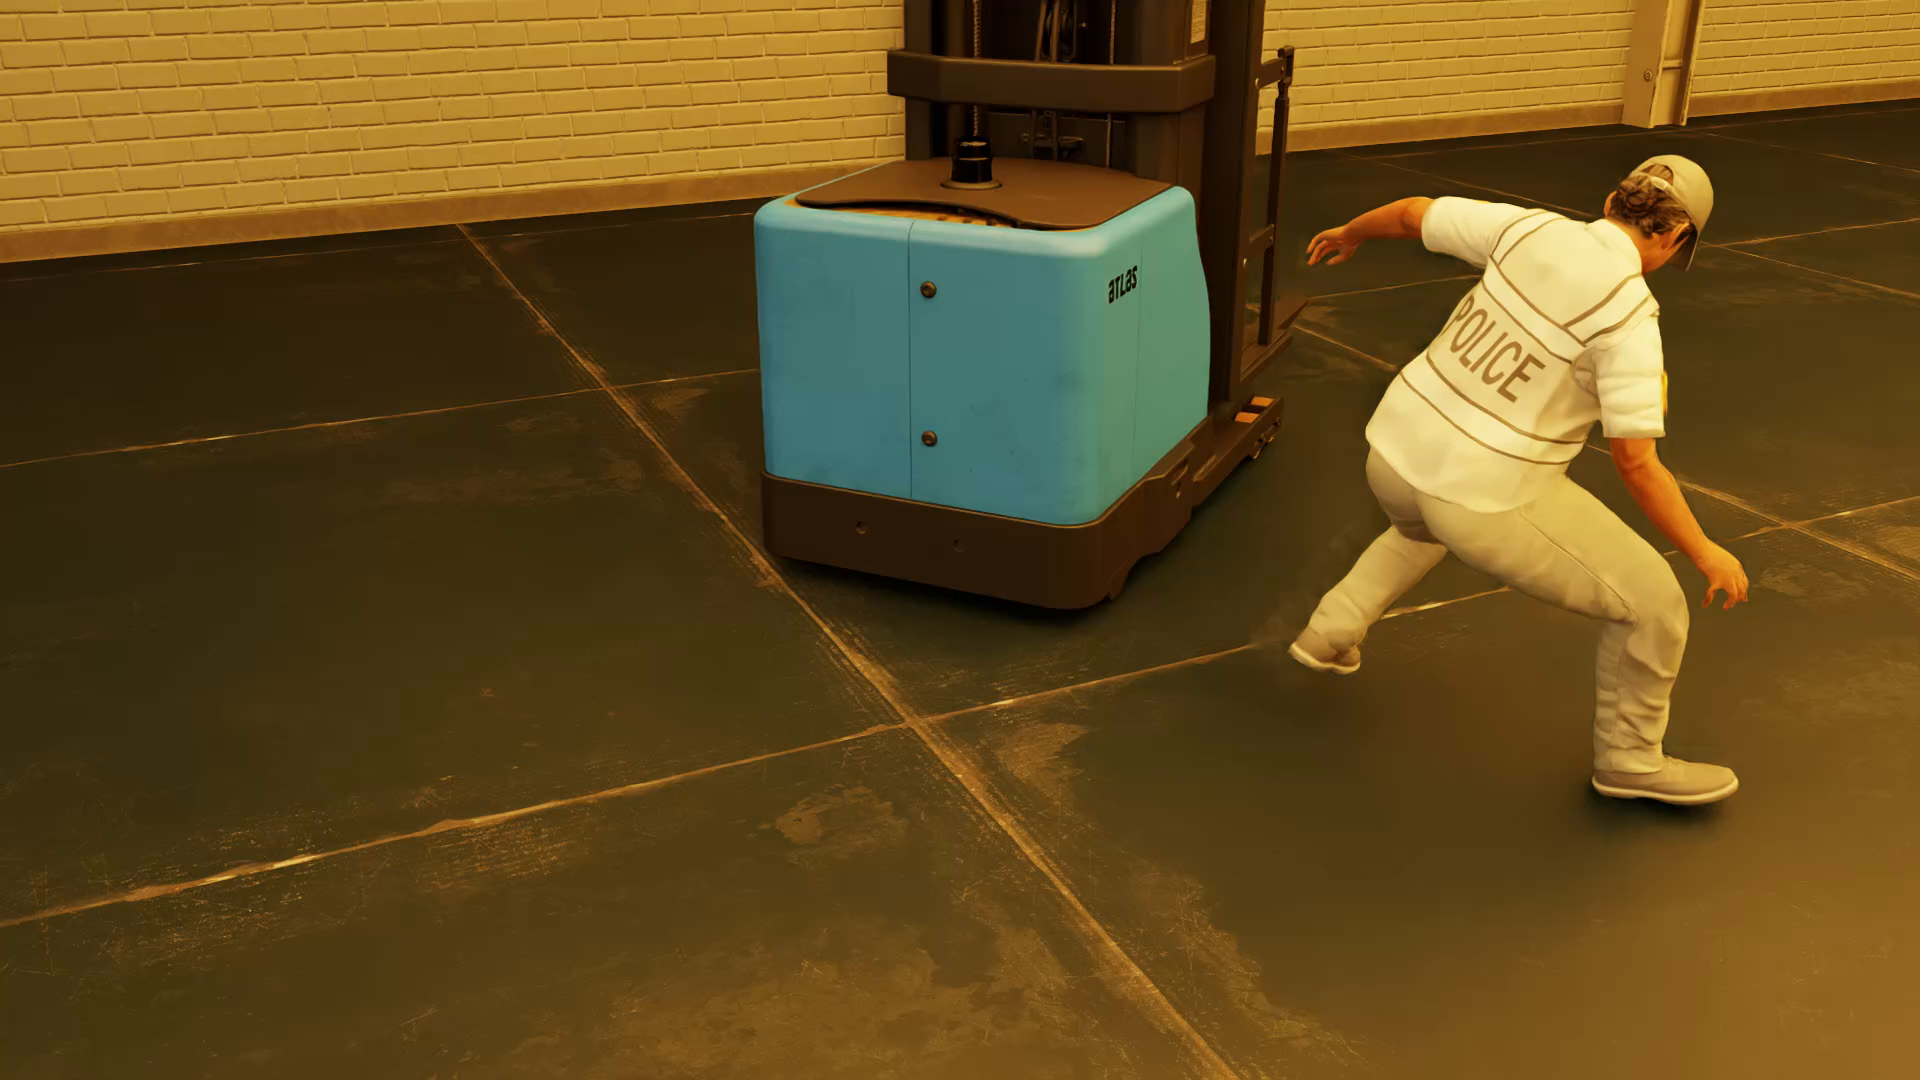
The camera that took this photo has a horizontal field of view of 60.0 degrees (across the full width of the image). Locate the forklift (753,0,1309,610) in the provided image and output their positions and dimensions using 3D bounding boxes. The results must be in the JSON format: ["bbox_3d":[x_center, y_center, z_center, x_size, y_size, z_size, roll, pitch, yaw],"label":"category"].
[{"bbox_3d":[0.508,-1.696,5.370,1.130,2.935,3.031,10,25,23],"label":"forklift"}]

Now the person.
[{"bbox_3d":[1.189,-0.172,3.713,0.710,1.395,1.096,-9,24,-20],"label":"person"}]
